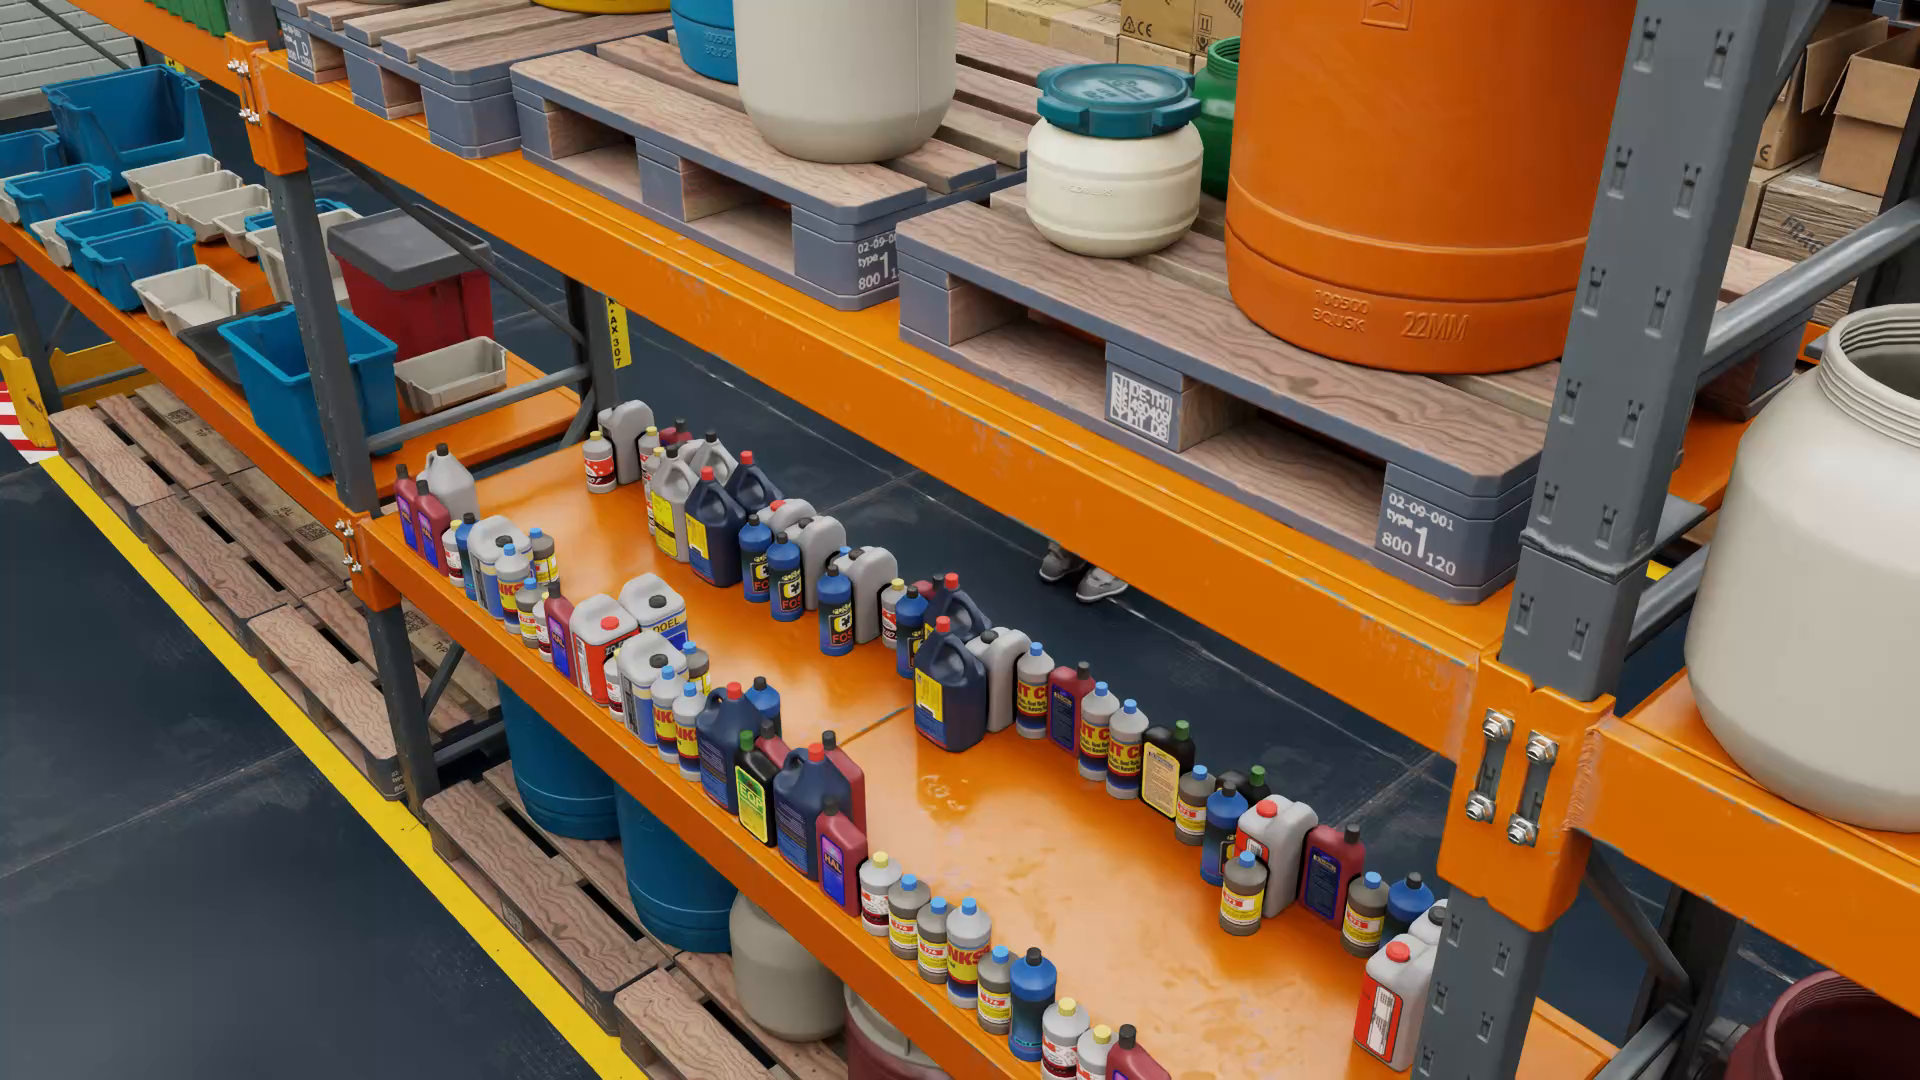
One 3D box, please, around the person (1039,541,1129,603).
[{"bbox_3d":[0.646,-0.281,7.245,0.848,0.982,0.463,-27,41,-36],"label":"person"}]
